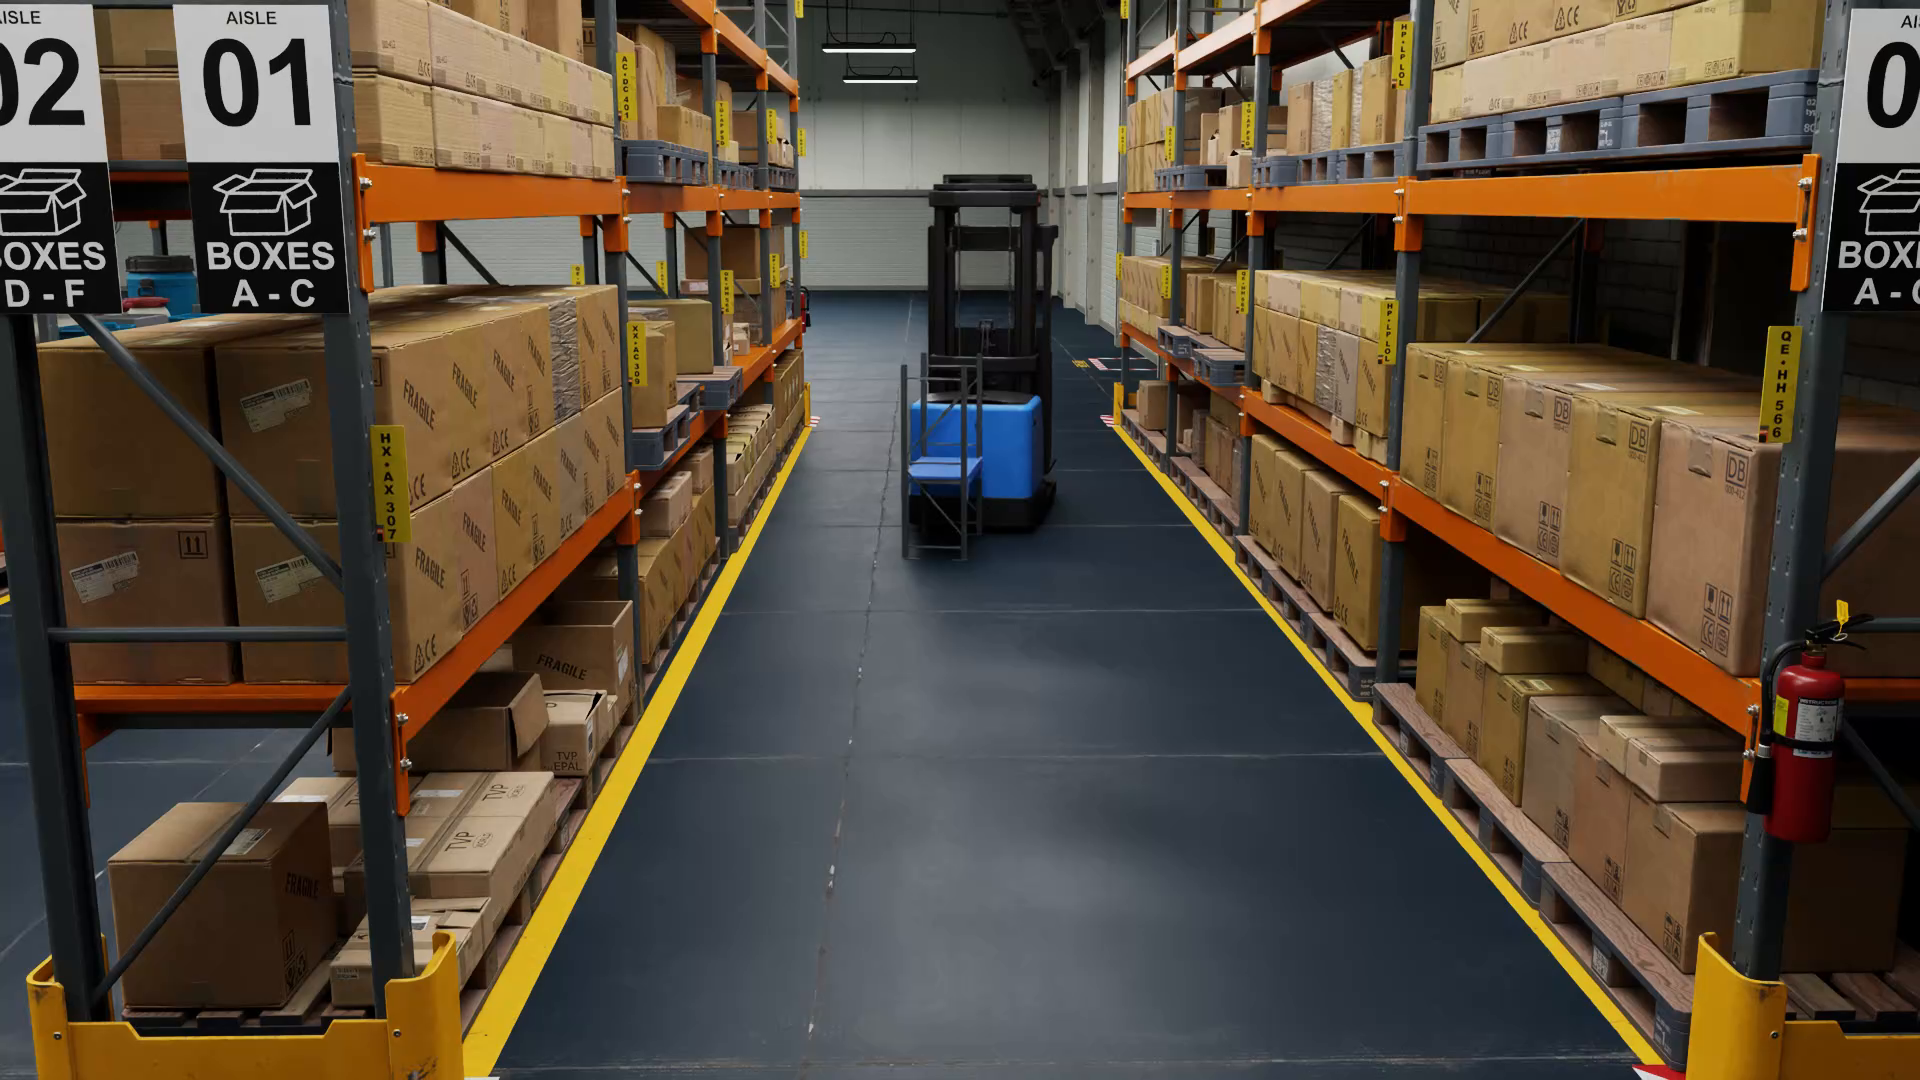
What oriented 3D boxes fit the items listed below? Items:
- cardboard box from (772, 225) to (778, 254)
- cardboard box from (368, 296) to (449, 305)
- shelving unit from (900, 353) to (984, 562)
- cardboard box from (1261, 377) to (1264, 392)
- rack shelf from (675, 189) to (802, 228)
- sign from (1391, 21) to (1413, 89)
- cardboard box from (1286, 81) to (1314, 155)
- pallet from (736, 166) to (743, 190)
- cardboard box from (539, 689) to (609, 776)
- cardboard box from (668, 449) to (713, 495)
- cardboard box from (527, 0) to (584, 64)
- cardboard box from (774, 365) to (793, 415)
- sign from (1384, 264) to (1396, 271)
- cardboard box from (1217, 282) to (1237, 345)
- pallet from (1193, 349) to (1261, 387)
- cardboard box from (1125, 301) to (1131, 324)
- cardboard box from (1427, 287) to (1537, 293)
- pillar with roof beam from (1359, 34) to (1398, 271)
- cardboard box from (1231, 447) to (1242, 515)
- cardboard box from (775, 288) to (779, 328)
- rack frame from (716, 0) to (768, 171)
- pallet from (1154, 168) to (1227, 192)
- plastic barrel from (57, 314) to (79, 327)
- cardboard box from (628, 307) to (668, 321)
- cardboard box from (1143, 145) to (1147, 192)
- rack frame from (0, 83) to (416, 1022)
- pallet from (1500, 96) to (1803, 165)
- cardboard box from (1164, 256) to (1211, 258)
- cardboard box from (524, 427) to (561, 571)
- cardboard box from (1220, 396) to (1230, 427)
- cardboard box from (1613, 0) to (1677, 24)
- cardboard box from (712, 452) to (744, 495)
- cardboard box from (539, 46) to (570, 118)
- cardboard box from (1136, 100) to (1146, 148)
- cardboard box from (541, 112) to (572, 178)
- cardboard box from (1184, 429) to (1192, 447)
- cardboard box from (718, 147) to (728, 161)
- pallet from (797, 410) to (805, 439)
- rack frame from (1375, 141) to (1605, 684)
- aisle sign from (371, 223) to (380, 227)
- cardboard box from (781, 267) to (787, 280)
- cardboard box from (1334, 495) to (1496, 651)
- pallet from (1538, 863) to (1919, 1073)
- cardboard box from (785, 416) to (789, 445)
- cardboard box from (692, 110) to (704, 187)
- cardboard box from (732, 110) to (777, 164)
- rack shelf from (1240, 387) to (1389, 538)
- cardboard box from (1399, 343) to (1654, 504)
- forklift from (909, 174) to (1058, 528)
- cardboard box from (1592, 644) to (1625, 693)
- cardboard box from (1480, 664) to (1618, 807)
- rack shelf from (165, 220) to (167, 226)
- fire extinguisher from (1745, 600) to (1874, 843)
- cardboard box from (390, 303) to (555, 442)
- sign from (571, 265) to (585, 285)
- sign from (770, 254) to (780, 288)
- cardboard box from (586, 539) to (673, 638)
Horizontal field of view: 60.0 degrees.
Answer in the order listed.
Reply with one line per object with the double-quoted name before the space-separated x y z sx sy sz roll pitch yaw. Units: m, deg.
"cardboard box" -2.424 -3.285 18.691 0.700 0.500 0.500 0 11 -1
"cardboard box" -2.452 -0.762 7.004 0.500 0.500 0.500 -1 11 -3
"shelving unit" -0.132 -0.679 13.133 0.538 1.500 1.048 1 12 7
"cardboard box" 2.444 -1.159 12.309 0.380 0.149 0.250 0 11 -2
"rack shelf" -2.408 -3.628 18.162 1.077 0.370 4.000 0 11 -1
"sign" 2.209 -2.417 8.293 0.100 0.325 0.005 0 11 -1
"cardboard box" 2.736 -2.979 11.797 0.700 0.500 0.500 -1 12 -6
"pallet" -2.413 -3.052 13.989 1.003 0.211 1.213 0 11 1
"cardboard box" -1.890 0.841 7.526 0.500 0.311 0.500 0 11 -1
"cardboard box" -2.025 -0.480 11.673 0.500 0.250 0.500 0 11 1
"cardboard box" -2.153 -2.435 7.707 0.700 0.500 0.500 0 11 -1
"cardboard box" -2.084 -1.631 18.026 0.500 0.500 0.500 0 11 -1
"sign" 3.223 -1.909 12.513 0.100 0.325 0.005 0 11 -1
"cardboard box" 2.601 -1.944 14.240 0.700 0.500 0.500 0 11 -1
"pallet" 2.547 -1.386 13.329 1.213 0.211 1.003 0 11 -1
"cardboard box" 2.221 -2.664 19.472 0.500 0.250 0.500 -1 11 -3
"cardboard box" 2.985 -1.312 9.547 0.500 0.250 0.500 0 11 0
"pillar with roof beam" -0.798 -4.523 13.221 9.100 9.000 0.400 0 11 -1
"cardboard box" 2.602 -0.472 13.523 0.700 0.500 0.500 0 11 0
"cardboard box" -2.432 -2.661 18.879 0.700 0.500 0.500 0 11 -1
"rack frame" -2.367 -5.053 15.832 1.000 3.000 0.127 0 11 -1
"pallet" 2.492 -3.389 15.646 1.213 0.211 1.003 0 11 -1
"plastic barrel" -7.480 -1.640 13.818 0.421 0.512 0.421 0 11 0
"cardboard box" -2.330 -1.265 10.943 0.700 0.500 0.500 2 12 10
"cardboard box" 2.283 -4.074 18.249 0.500 0.500 0.500 0 11 2
"rack frame" -2.119 0.273 4.671 1.000 3.000 0.127 0 11 -1
"pallet" 2.780 -1.566 6.410 1.003 0.211 1.213 0 11 -1
"cardboard box" 2.726 -3.140 19.933 0.500 0.500 0.500 0 11 -2
"cardboard box" -1.896 -0.167 6.588 0.500 0.500 0.500 0 11 0
"cardboard box" 2.645 -1.155 15.001 0.500 0.250 0.500 -1 11 -3
"cardboard box" 2.547 -2.011 5.568 0.500 0.500 0.500 0 11 1
"cardboard box" -2.001 -0.556 13.205 0.500 0.311 0.500 0 11 1
"cardboard box" -1.905 -1.870 6.806 0.500 0.250 0.500 0 11 -1
"cardboard box" 2.250 -4.669 18.666 0.500 0.500 0.500 0 11 0
"cardboard box" -1.907 -1.625 6.856 0.500 0.250 0.500 0 11 -1
"cardboard box" 2.545 -1.067 17.294 0.380 0.166 0.250 -2 12 -9
"cardboard box" -2.349 -3.483 14.962 0.500 0.250 0.500 -1 12 -7
"pallet" -2.392 -1.390 19.877 1.003 0.211 1.213 0 11 -1
"rack frame" 2.751 -0.544 8.694 1.000 3.000 0.127 0 11 -1
"aisle sign" -7.106 -4.178 20.070 0.394 0.787 0.004 0 11 -1
"cardboard box" -2.244 -3.148 19.647 0.380 0.149 0.250 0 11 0
"cardboard box" 2.608 0.175 9.500 0.750 0.750 0.750 0 11 0
"pallet" 2.739 1.460 5.834 1.003 0.211 1.213 0 11 -1
"cardboard box" -2.078 -1.164 17.611 0.500 0.250 0.500 0 11 -1
"cardboard box" -2.231 -2.649 11.275 0.910 0.500 0.500 0 11 -1
"cardboard box" -2.113 -4.007 16.564 0.500 0.500 0.500 1 11 4
"rack shelf" 2.710 -0.589 10.725 1.077 0.370 4.000 0 11 -1
"cardboard box" 2.746 -0.583 8.133 0.980 0.700 0.700 0 11 0
"forklift" 0.297 -1.781 14.968 1.130 2.935 3.031 2 12 8
"cardboard box" 2.889 0.536 6.973 0.380 0.149 0.250 0 11 -2
"cardboard box" 2.680 0.827 7.171 0.700 0.500 0.500 0 11 0
"rack shelf" -7.360 -3.608 18.065 1.077 0.370 4.000 0 11 -1
"fire extinguisher" 2.376 0.504 4.663 0.296 0.674 0.183 0 11 -1
"cardboard box" -1.899 -0.660 6.502 0.500 0.500 0.500 0 11 -2
"sign" -2.839 -1.882 12.380 0.100 0.325 0.005 0 11 -1
"sign" -1.824 -2.646 16.342 0.100 0.325 0.005 0 11 -1
"cardboard box" -1.990 0.284 9.796 0.500 0.500 0.500 0 11 0
